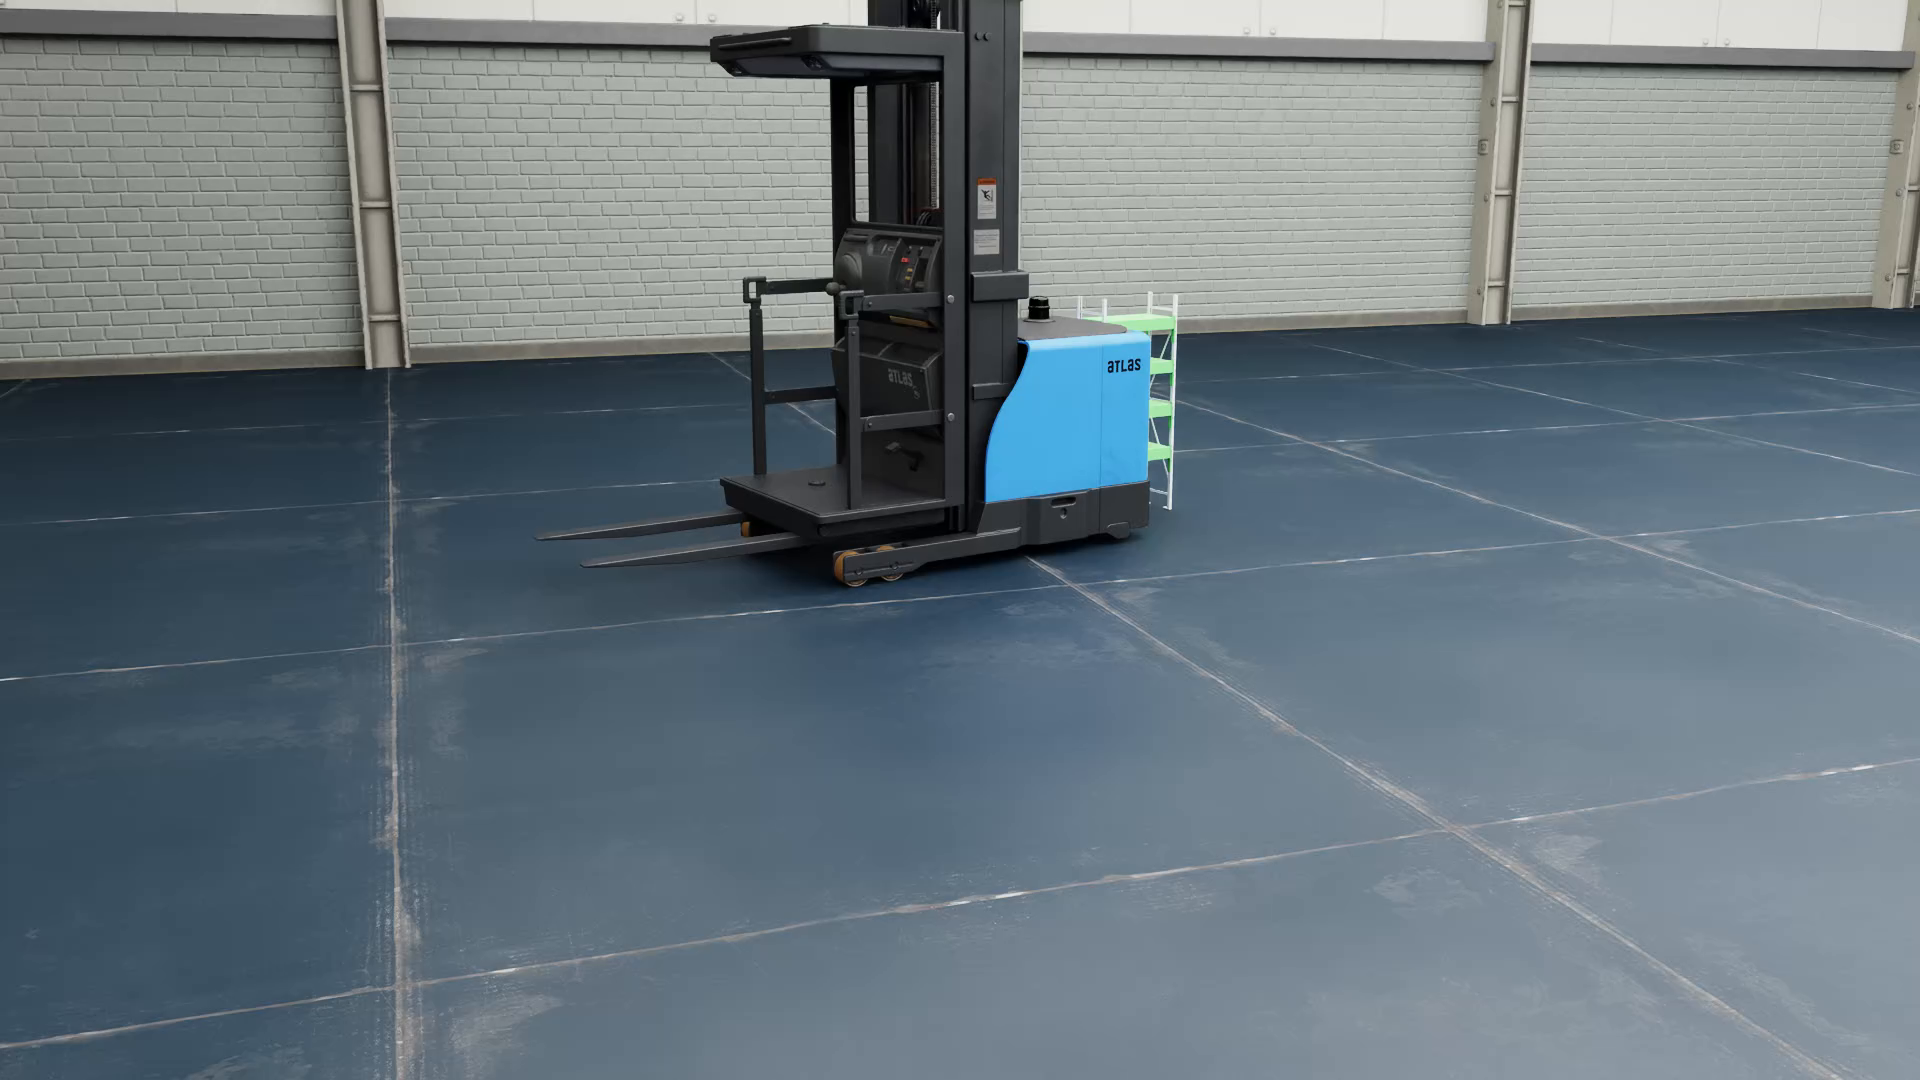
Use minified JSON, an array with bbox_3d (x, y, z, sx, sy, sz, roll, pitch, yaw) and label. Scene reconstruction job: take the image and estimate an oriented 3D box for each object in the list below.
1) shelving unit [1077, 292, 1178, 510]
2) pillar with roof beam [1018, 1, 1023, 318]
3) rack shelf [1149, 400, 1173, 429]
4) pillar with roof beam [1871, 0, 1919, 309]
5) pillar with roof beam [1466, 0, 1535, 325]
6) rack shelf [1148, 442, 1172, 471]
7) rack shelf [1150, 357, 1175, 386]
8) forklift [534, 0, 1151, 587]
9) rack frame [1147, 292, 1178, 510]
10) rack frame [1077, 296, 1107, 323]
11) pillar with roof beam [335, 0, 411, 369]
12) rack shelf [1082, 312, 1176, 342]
[{"bbox_3d":[0.914,-0.748,9.196,0.503,1.200,0.258,-8,16,-32],"label":"shelving unit"},{"bbox_3d":[1.762,-5.487,12.265,0.400,9.000,9.100,-4,14,-18],"label":"pillar with roof beam"},{"bbox_3d":[0.914,-0.686,9.210,0.480,0.148,0.258,-8,16,-32],"label":"rack shelf"},{"bbox_3d":[13.135,-6.373,15.988,0.400,9.000,9.100,-4,14,-18],"label":"pillar with roof beam"},{"bbox_3d":[7.448,-5.930,14.127,0.400,9.000,9.100,-4,14,-18],"label":"pillar with roof beam"},{"bbox_3d":[0.914,-0.453,9.266,0.480,0.148,0.258,-8,16,-32],"label":"rack shelf"},{"bbox_3d":[0.914,-0.920,9.155,0.480,0.148,0.258,-8,16,-32],"label":"rack shelf"},{"bbox_3d":[-0.531,-1.347,7.973,3.031,2.935,1.130,-8,16,-32],"label":"forklift"},{"bbox_3d":[1.120,-0.779,9.324,0.015,1.200,0.240,-8,16,-32],"label":"rack frame"},{"bbox_3d":[0.709,-0.718,9.067,0.015,1.200,0.240,-8,16,-32],"label":"rack frame"},{"bbox_3d":[-3.925,-5.044,10.403,0.400,9.000,9.100,-4,14,-18],"label":"pillar with roof beam"},{"bbox_3d":[0.914,-1.153,9.099,0.480,0.148,0.258,-8,16,-32],"label":"rack shelf"}]
